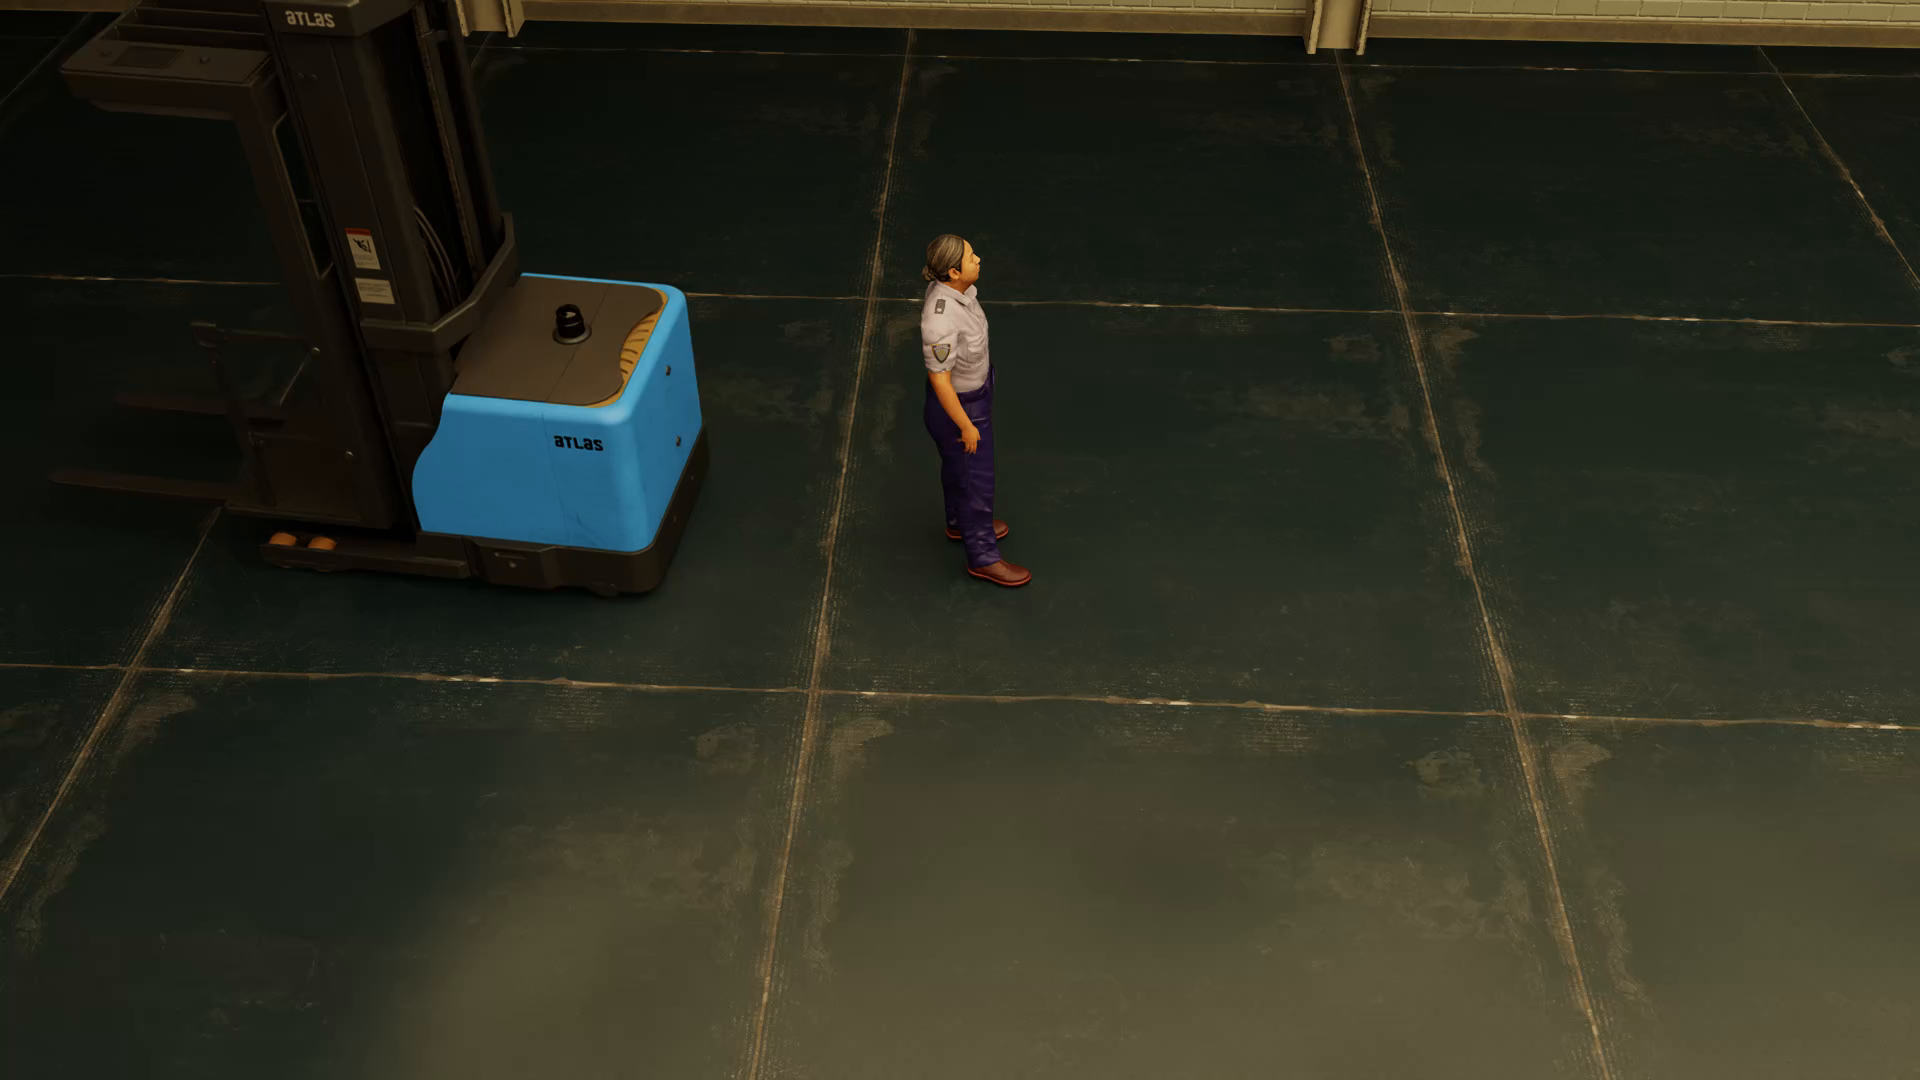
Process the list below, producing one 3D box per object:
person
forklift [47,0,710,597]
[{"bbox_3d":[0.089,-0.595,7.336,0.502,1.651,0.598,2,42,2],"label":"person"},{"bbox_3d":[-2.799,-1.280,7.144,3.031,2.935,1.130,6,43,6],"label":"forklift"}]
